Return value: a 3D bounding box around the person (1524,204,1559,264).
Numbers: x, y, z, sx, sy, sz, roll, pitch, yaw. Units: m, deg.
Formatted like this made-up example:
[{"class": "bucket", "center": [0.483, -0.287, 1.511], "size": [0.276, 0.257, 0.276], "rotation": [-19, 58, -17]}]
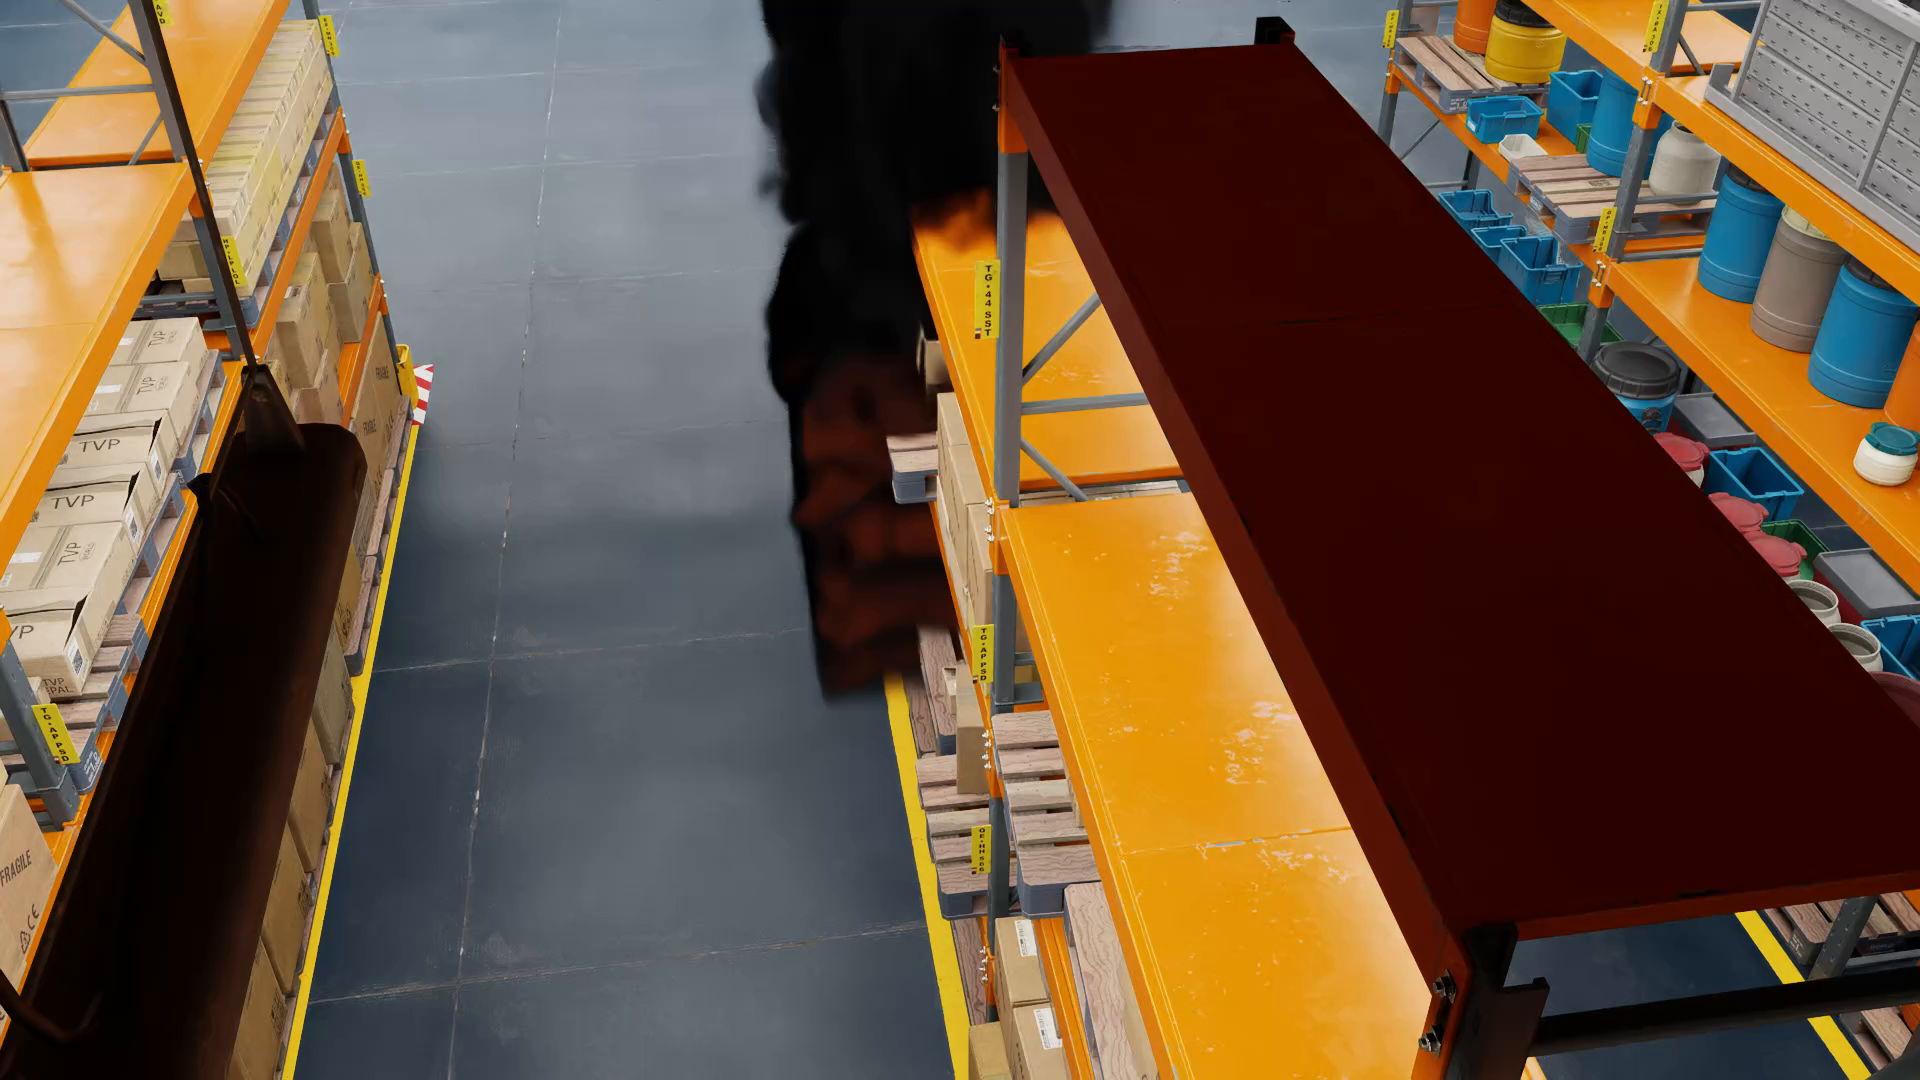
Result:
[{"class": "person", "center": [5.500, -3.184, 15.806], "size": [0.668, 1.830, 0.778], "rotation": [-19, 41, -24]}]
